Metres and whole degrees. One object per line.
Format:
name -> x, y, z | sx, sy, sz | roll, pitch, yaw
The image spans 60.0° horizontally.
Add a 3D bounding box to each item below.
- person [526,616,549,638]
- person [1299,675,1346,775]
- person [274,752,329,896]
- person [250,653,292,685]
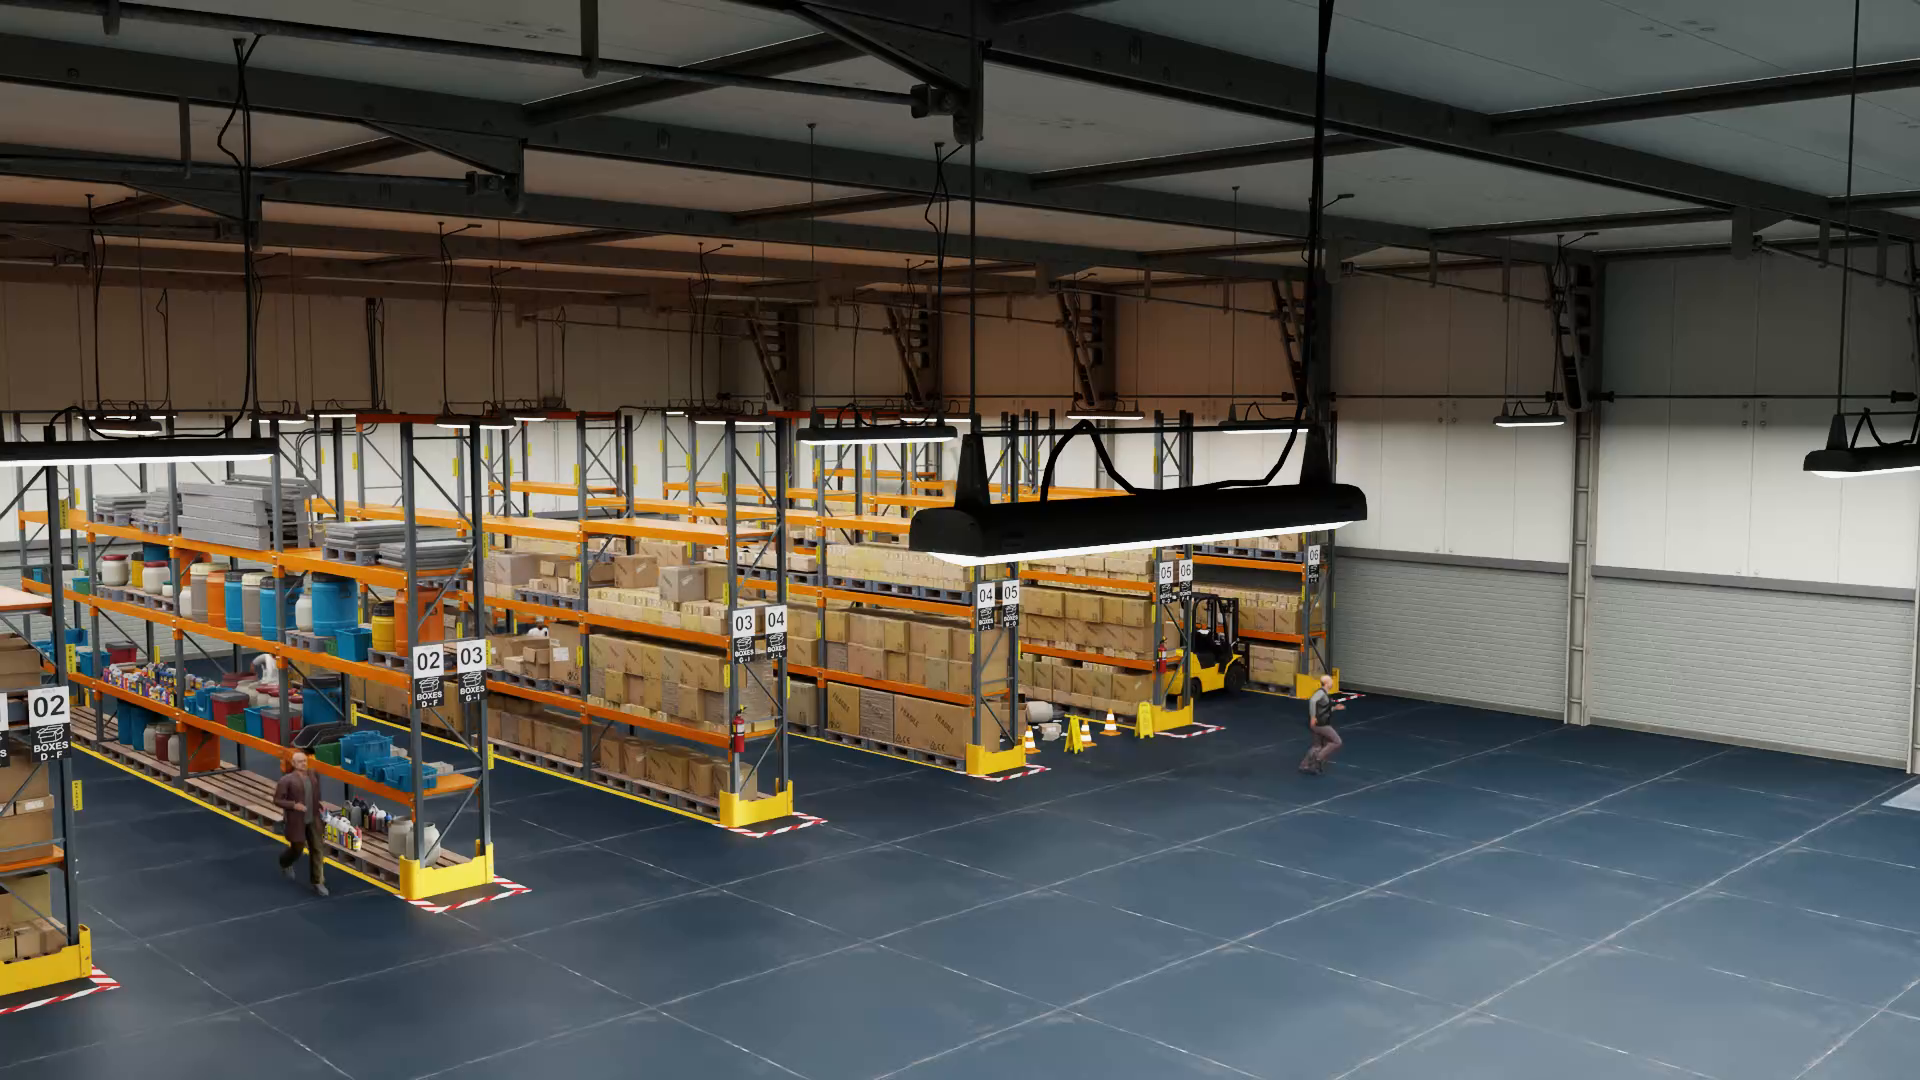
person -> -8.854, 2.458, 35.142 | 0.545, 1.763, 0.744 | -4, 6, -38
person -> 6.021, 3.078, 27.607 | 0.766, 1.671, 0.690 | 1, 5, 6
person -> -8.416, 3.594, 21.264 | 1.042, 1.790, 0.710 | 4, 7, 41
person -> -12.870, 2.739, 31.194 | 0.766, 1.744, 0.662 | 4, 6, 38
